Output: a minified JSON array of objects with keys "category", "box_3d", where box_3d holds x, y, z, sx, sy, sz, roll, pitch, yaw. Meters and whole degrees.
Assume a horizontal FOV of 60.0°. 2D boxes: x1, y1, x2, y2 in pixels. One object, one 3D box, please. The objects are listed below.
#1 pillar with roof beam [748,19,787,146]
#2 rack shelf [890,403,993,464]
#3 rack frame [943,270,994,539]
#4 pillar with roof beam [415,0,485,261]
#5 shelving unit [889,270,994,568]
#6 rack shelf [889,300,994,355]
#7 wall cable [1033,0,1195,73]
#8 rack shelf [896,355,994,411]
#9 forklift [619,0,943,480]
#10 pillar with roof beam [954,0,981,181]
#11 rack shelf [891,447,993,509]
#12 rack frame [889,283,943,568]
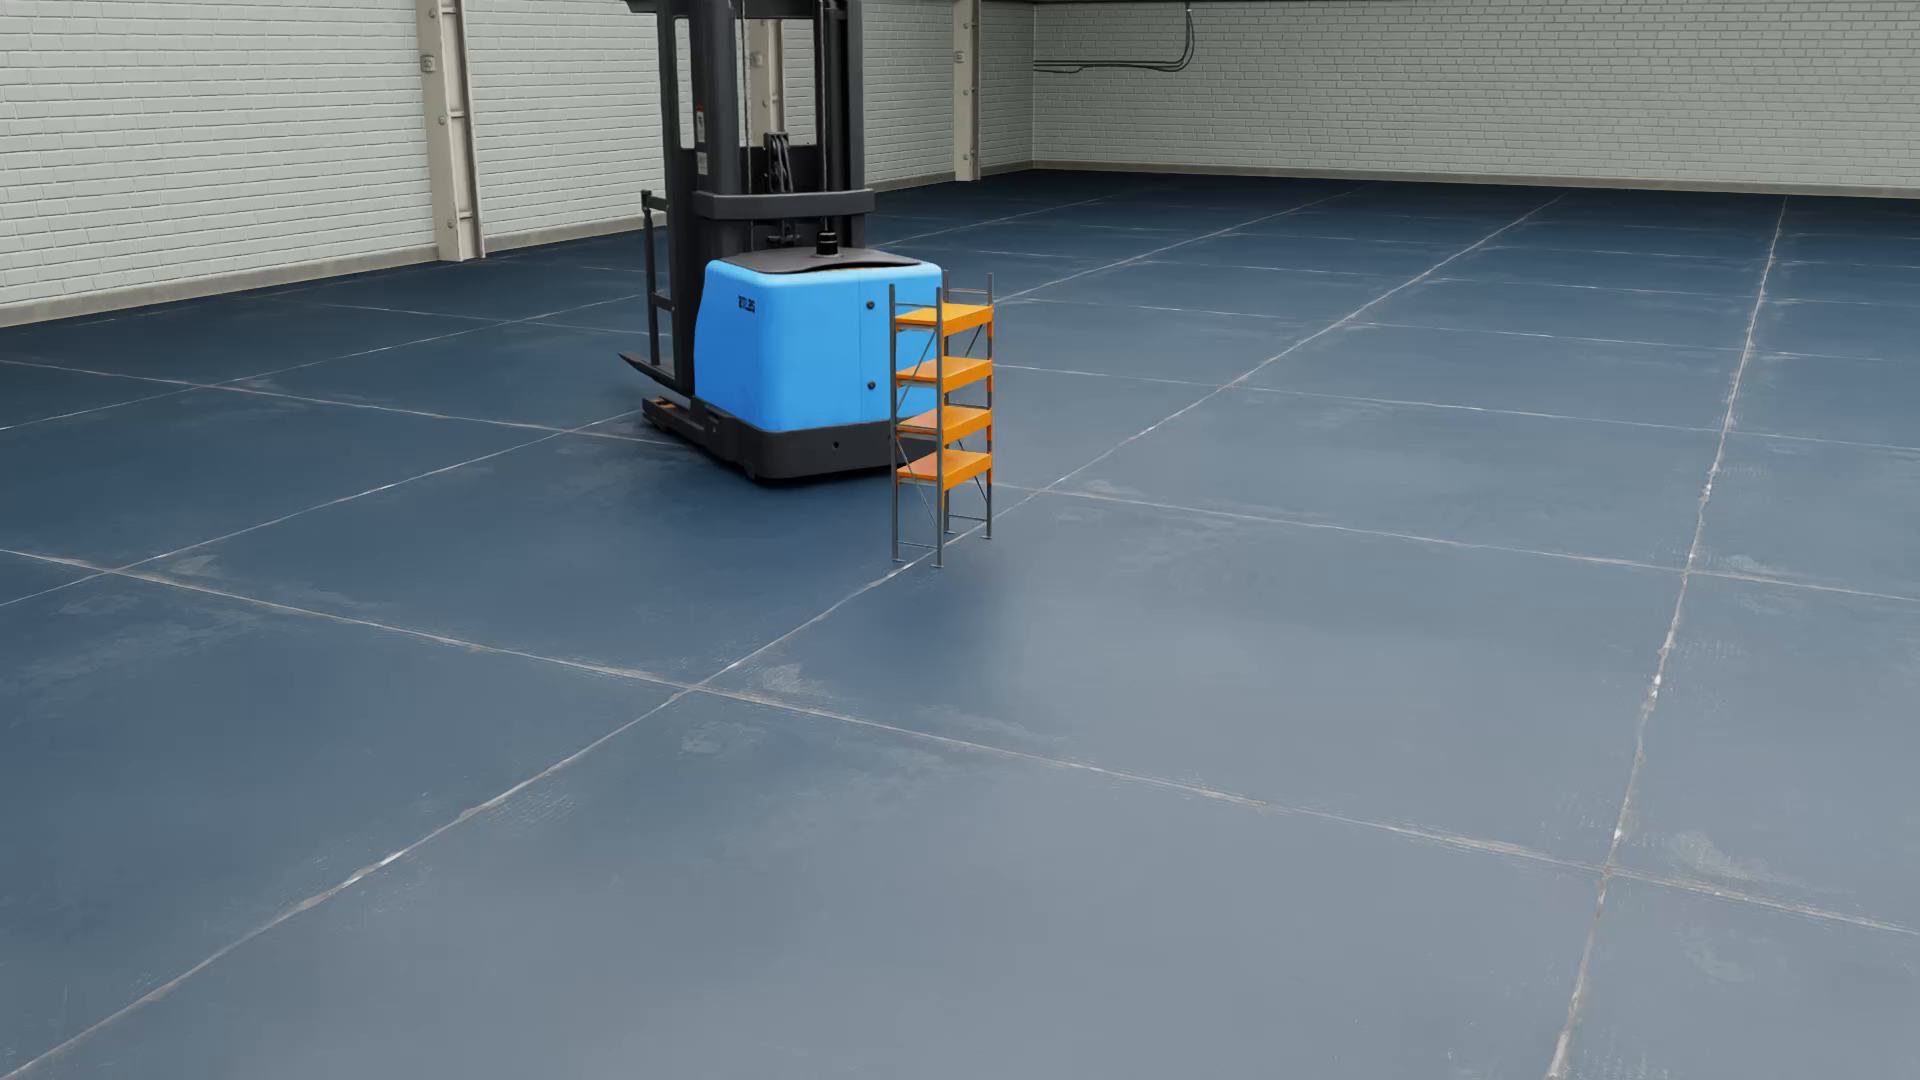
[{"category":"pillar with roof beam","box_3d":[1.290,-8.256,19.515,9.100,9.000,0.400,8,18,25]},{"category":"rack shelf","box_3d":[-0.074,-0.469,7.231,0.258,0.148,0.480,8,18,25]},{"category":"rack frame","box_3d":[0.035,-0.595,7.421,0.240,1.200,0.015,8,18,25]},{"category":"pillar with roof beam","box_3d":[-1.391,-6.727,14.369,9.100,9.000,0.400,8,18,25]},{"category":"shelving unit","box_3d":[-0.074,-0.533,7.212,0.258,1.200,0.503,8,18,25]},{"category":"rack shelf","box_3d":[-0.074,-0.910,7.100,0.258,0.148,0.480,8,18,25]},{"category":"wall cable","box_3d":[2.619,-9.425,28.906,3.097,2.526,0.112,8,18,25]},{"category":"rack shelf","box_3d":[-0.074,-0.683,7.167,0.258,0.148,0.480,8,18,25]},{"category":"forklift","box_3d":[-1.213,-2.080,9.381,1.130,2.935,3.031,-9,19,-27]},{"category":"pillar with roof beam","box_3d":[3.971,-9.784,24.660,9.100,9.000,0.400,8,18,25]},{"category":"rack shelf","box_3d":[-0.074,-0.278,7.287,0.258,0.148,0.480,8,18,25]},{"category":"rack frame","box_3d":[-0.183,-0.471,7.002,0.240,1.200,0.015,8,18,25]}]
